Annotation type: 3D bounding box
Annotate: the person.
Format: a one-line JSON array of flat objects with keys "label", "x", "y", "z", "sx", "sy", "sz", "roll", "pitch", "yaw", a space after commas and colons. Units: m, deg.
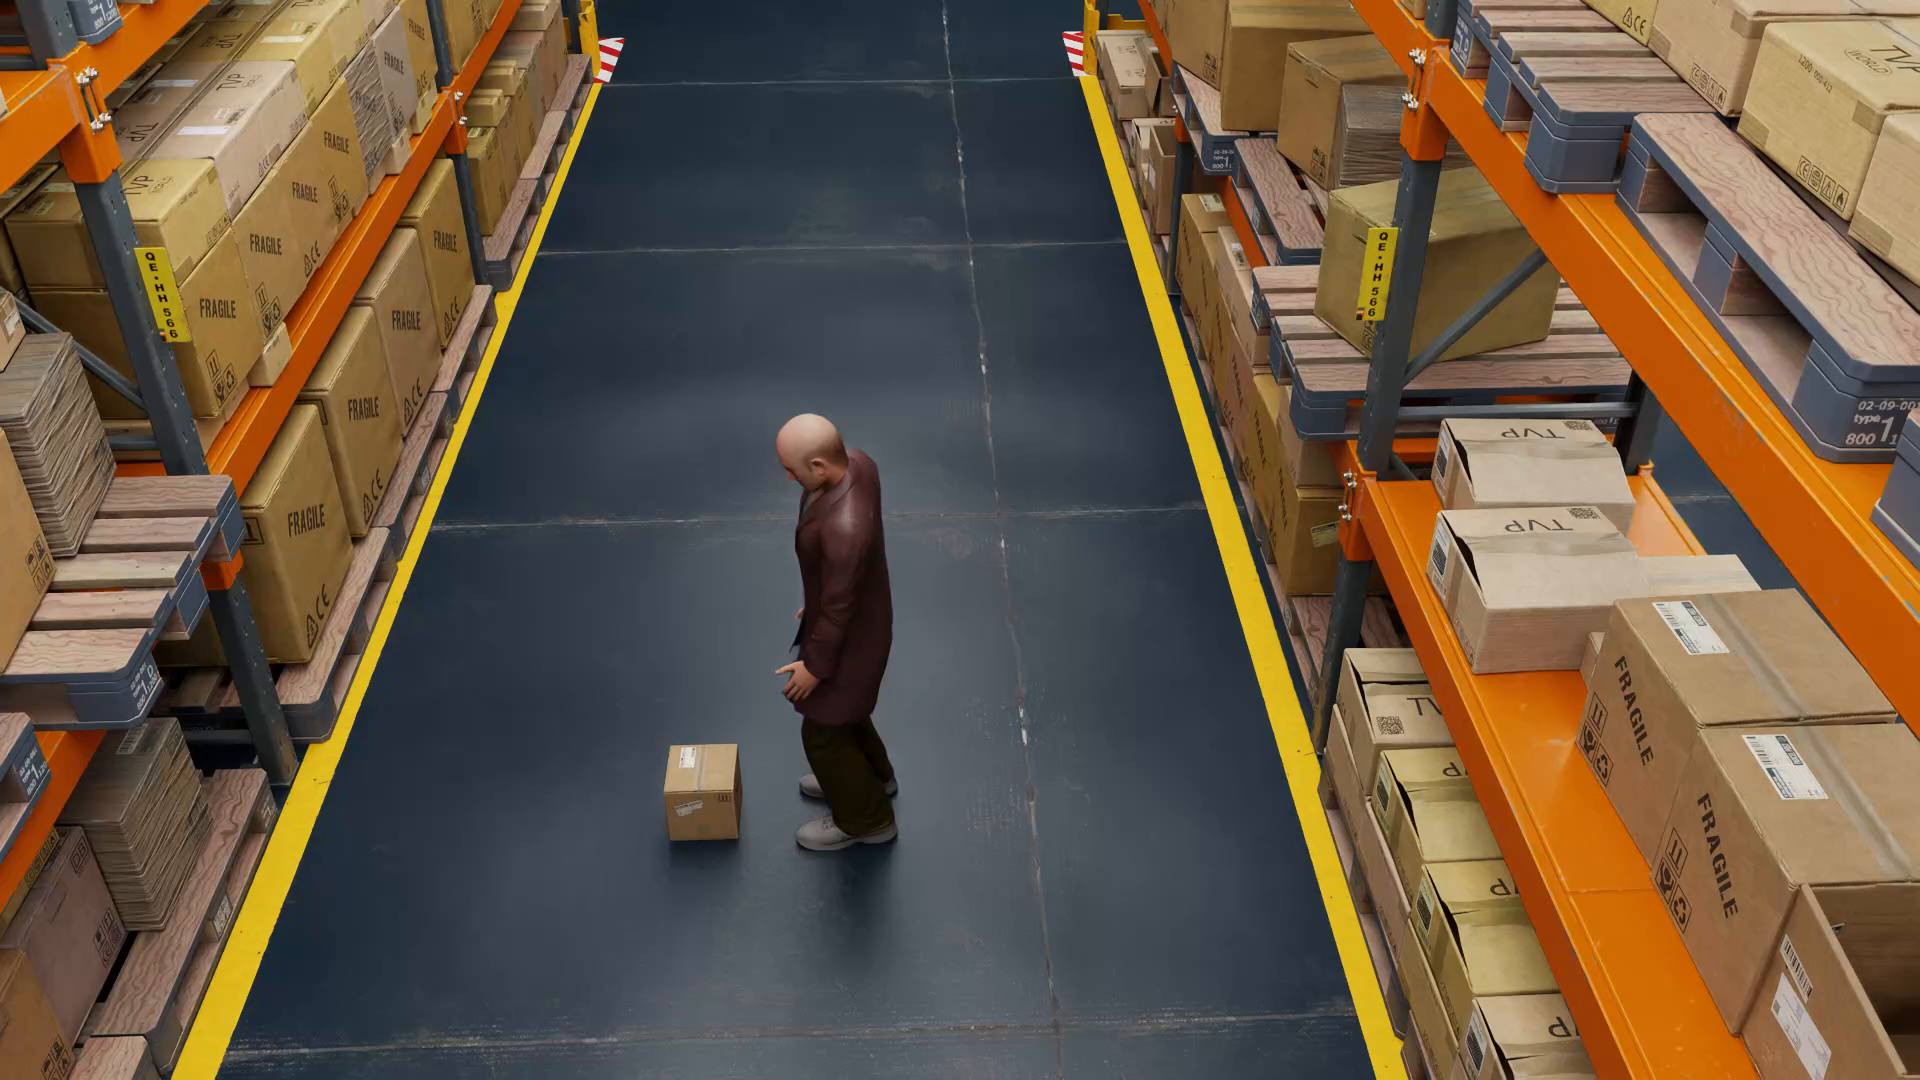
[{"label": "person", "x": -0.425, "y": 0.331, "z": 5.719, "sx": 0.390, "sy": 1.745, "sz": 0.579, "roll": -1, "pitch": 35, "yaw": -1}]
